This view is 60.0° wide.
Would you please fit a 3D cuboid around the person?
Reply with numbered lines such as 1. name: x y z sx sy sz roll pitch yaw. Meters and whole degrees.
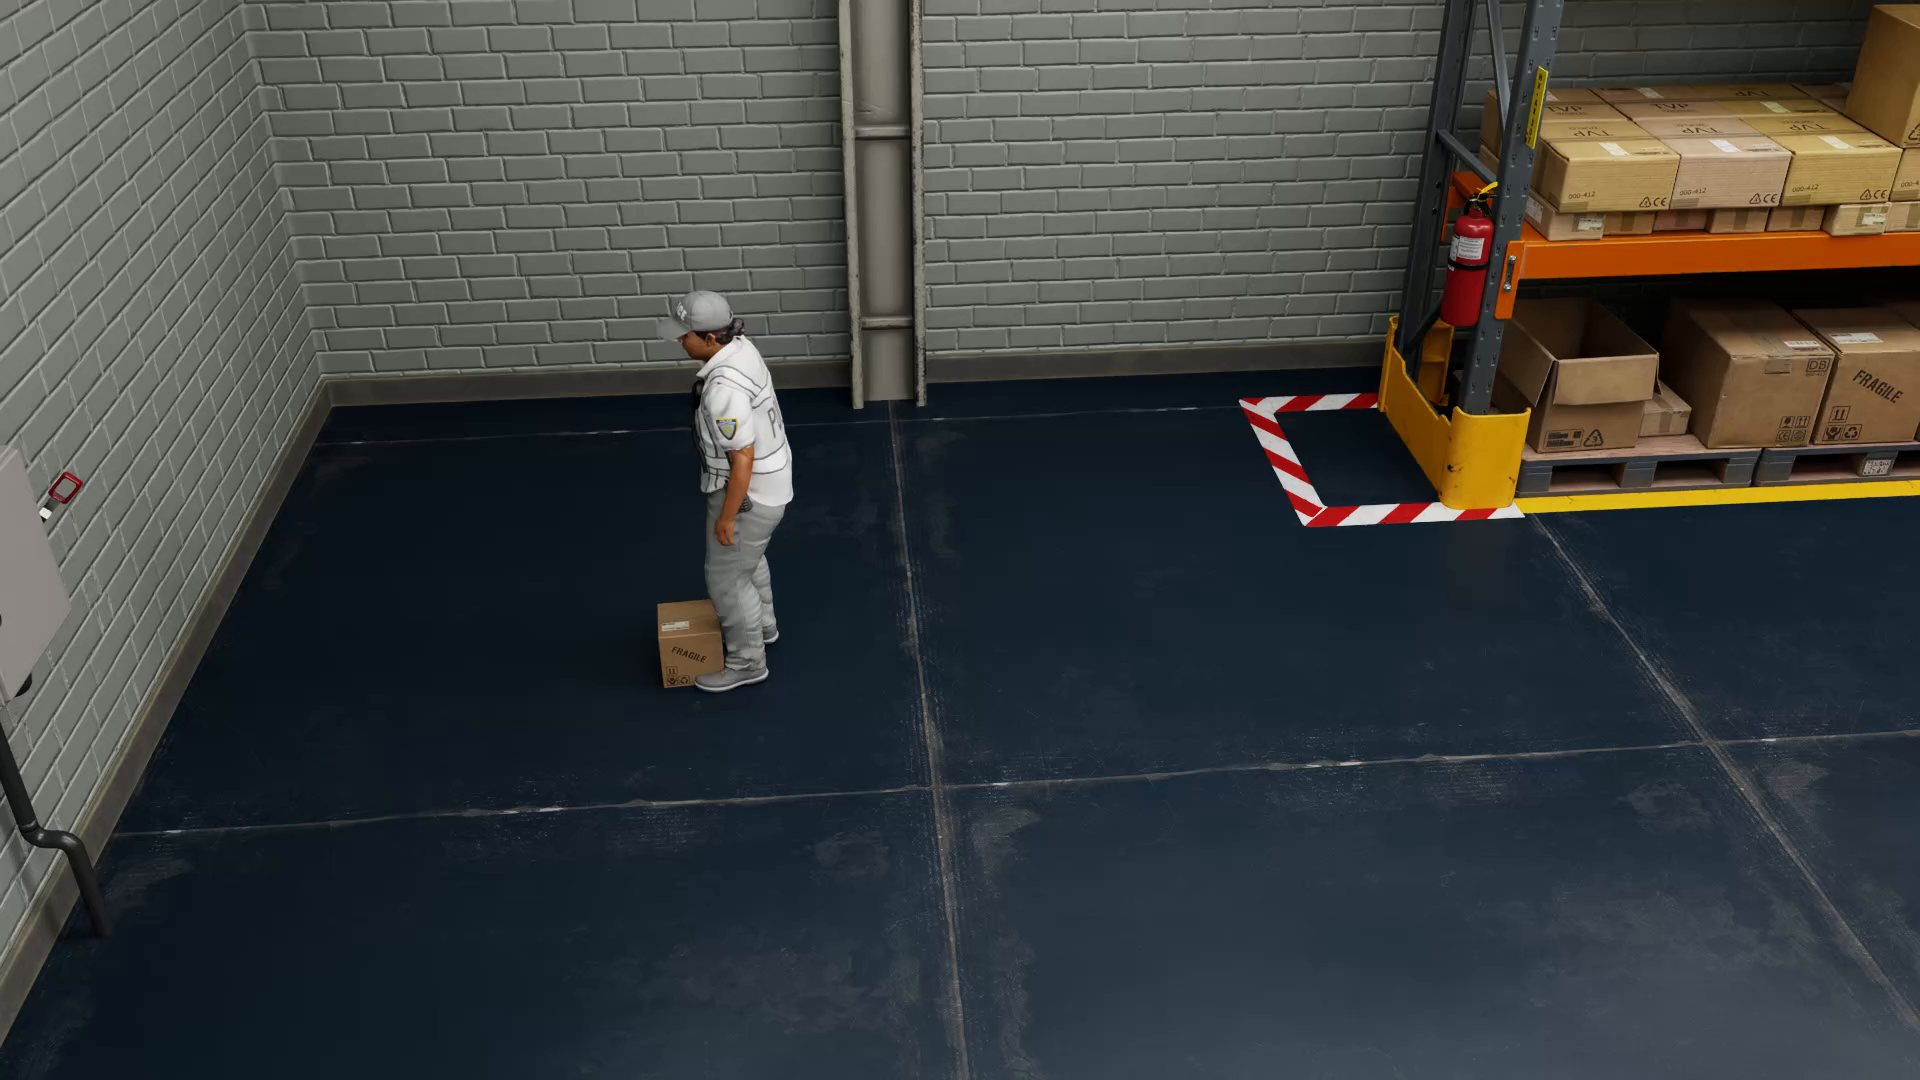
1. person: -0.880 -0.198 6.453 0.465 1.666 0.538 -3 31 -4
